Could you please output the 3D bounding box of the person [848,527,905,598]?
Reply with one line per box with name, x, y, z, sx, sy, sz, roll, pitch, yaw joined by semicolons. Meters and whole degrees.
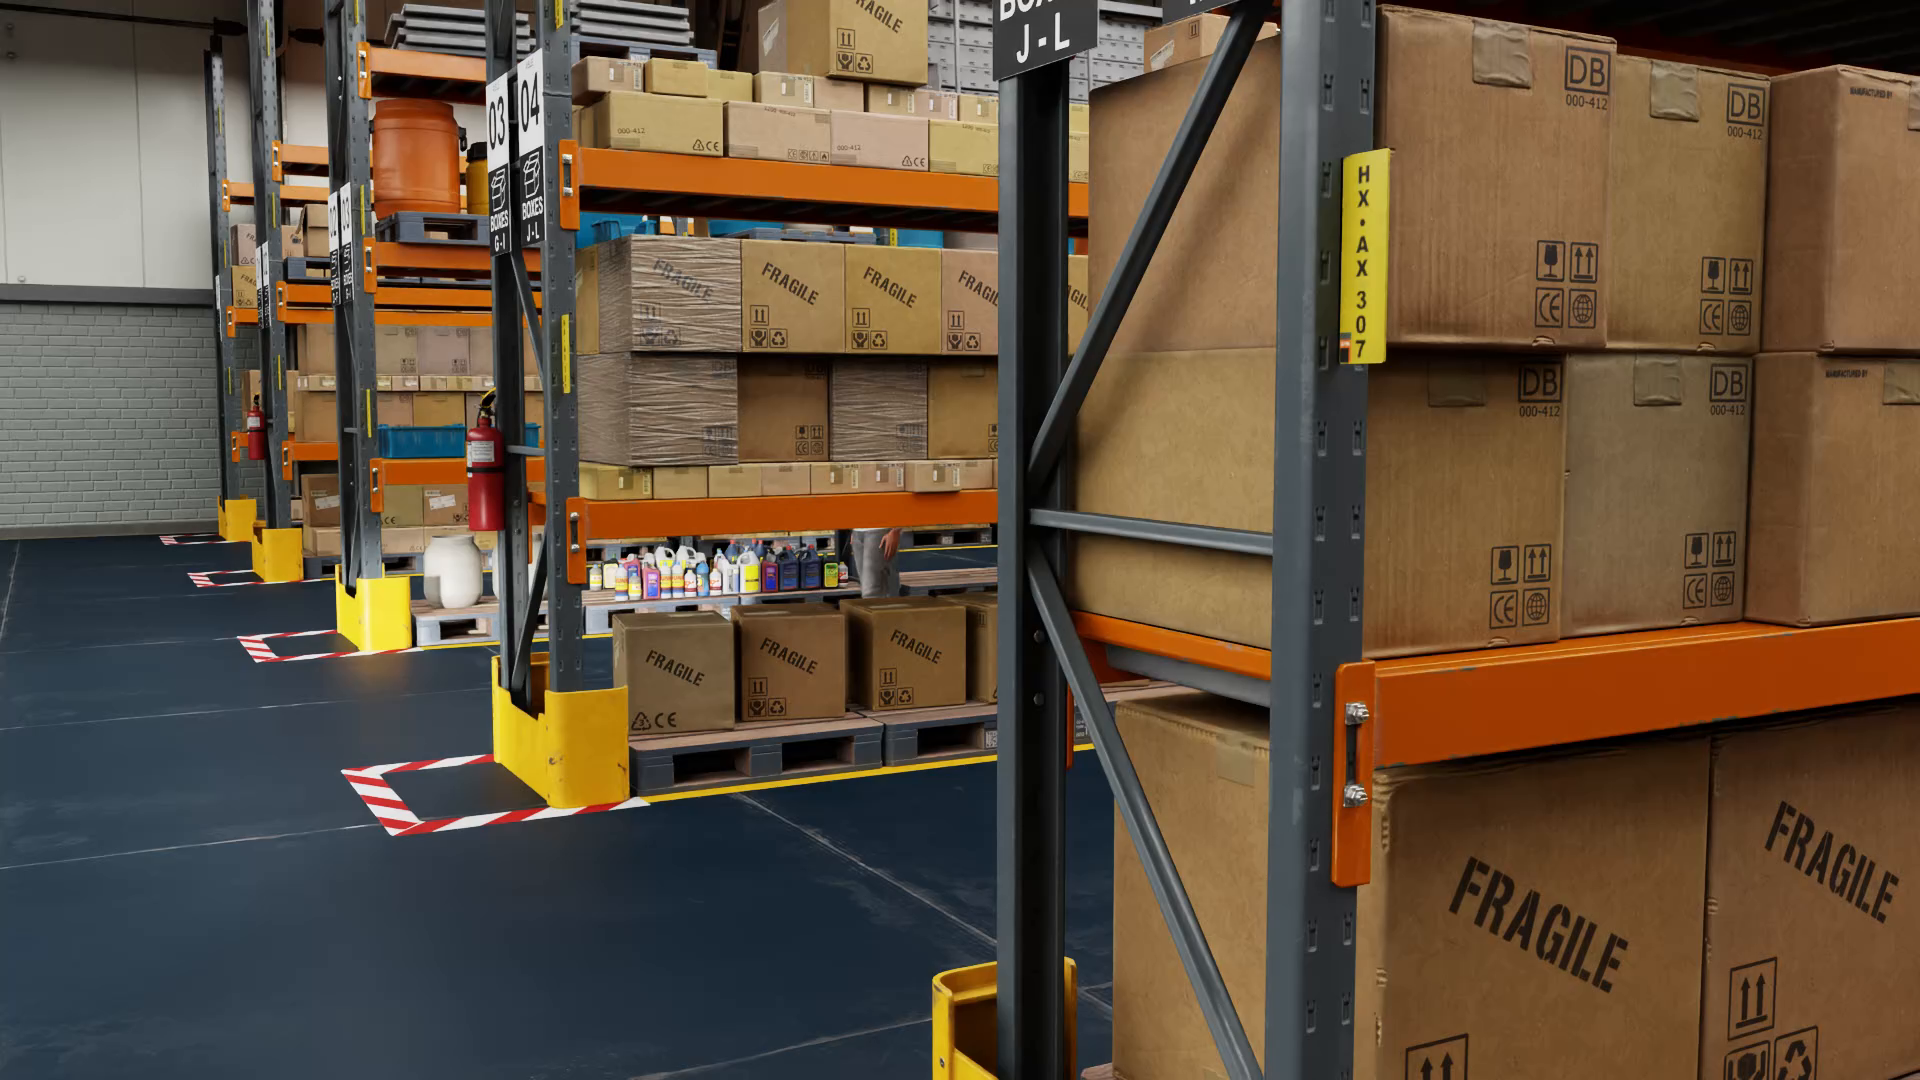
person;-0.575;-0.062;10.792;0.439;1.772;0.540;-3;6;-28
